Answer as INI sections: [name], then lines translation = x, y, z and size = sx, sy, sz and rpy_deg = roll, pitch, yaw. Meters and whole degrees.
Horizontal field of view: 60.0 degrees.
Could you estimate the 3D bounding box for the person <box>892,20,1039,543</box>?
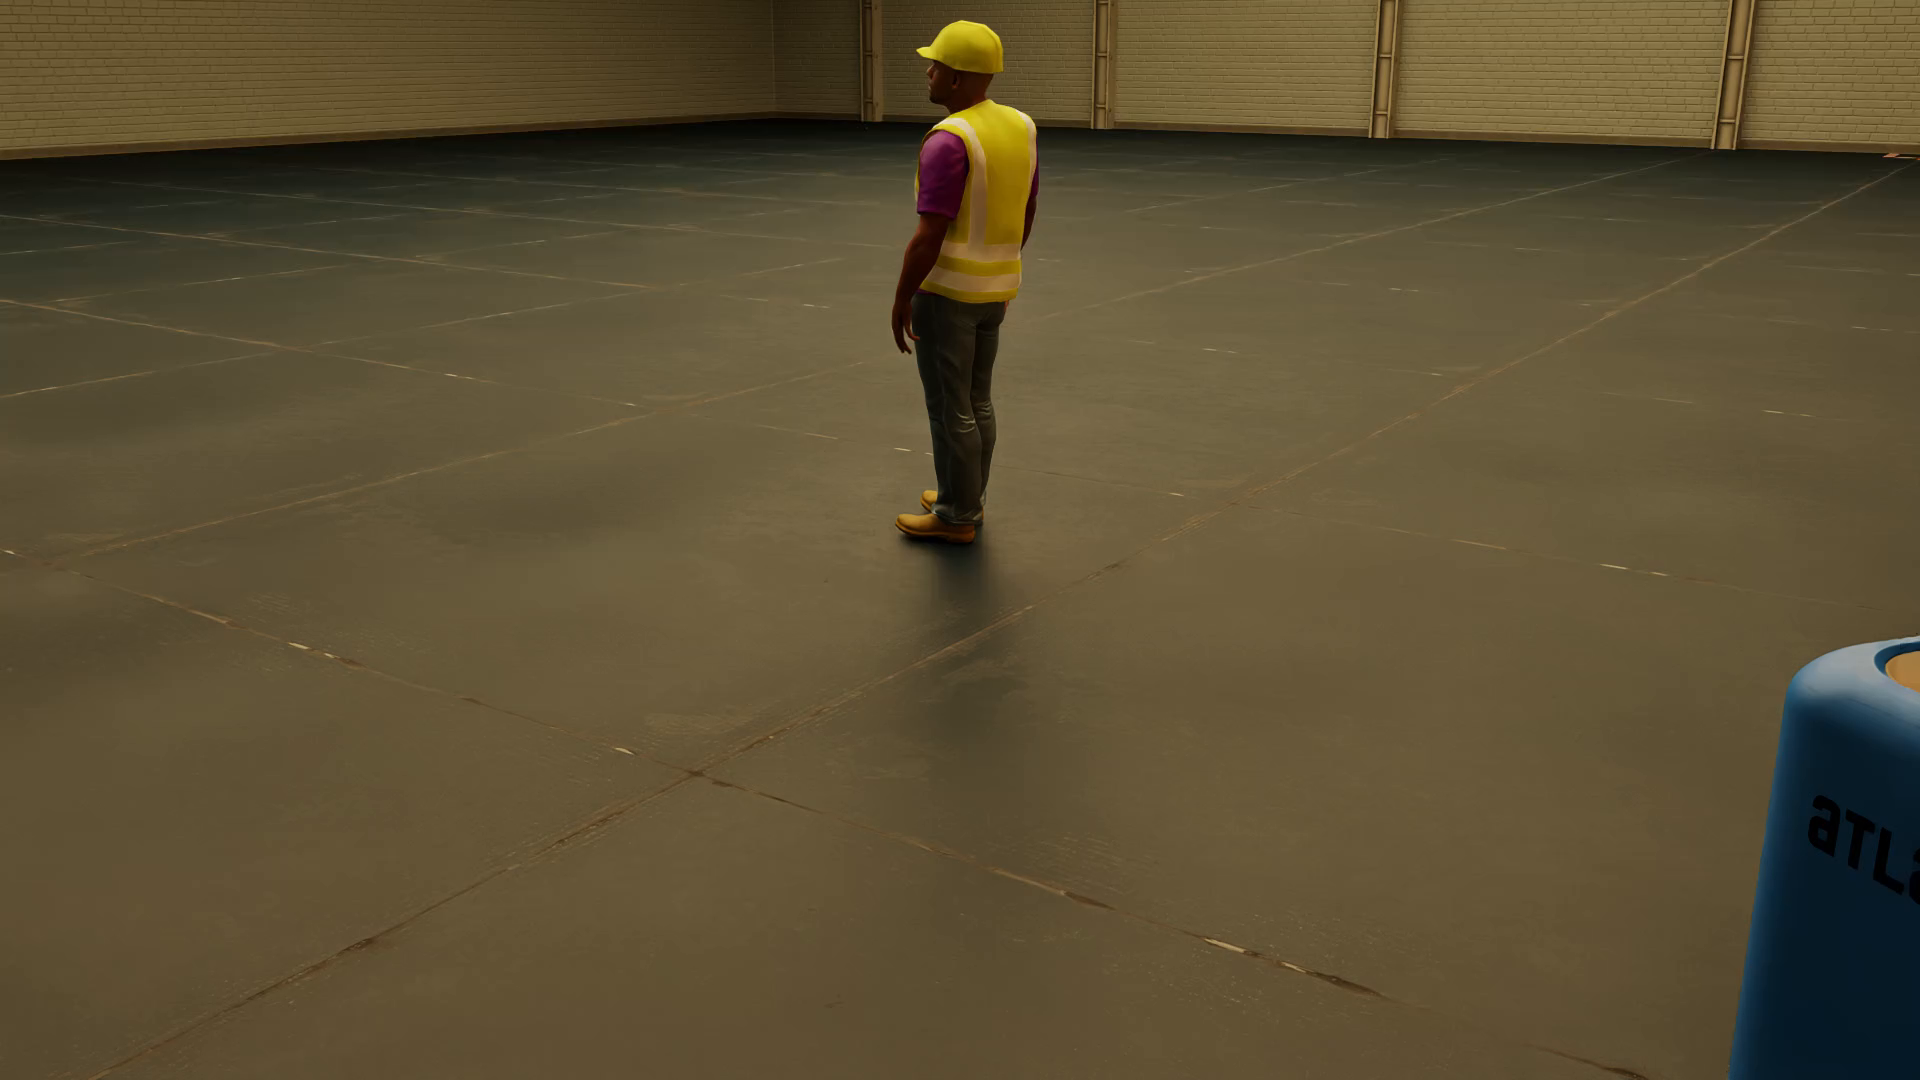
[person]
translation = -0.055, -0.866, 5.736
size = 0.575, 1.768, 0.665
rpy_deg = 11, 20, 33
